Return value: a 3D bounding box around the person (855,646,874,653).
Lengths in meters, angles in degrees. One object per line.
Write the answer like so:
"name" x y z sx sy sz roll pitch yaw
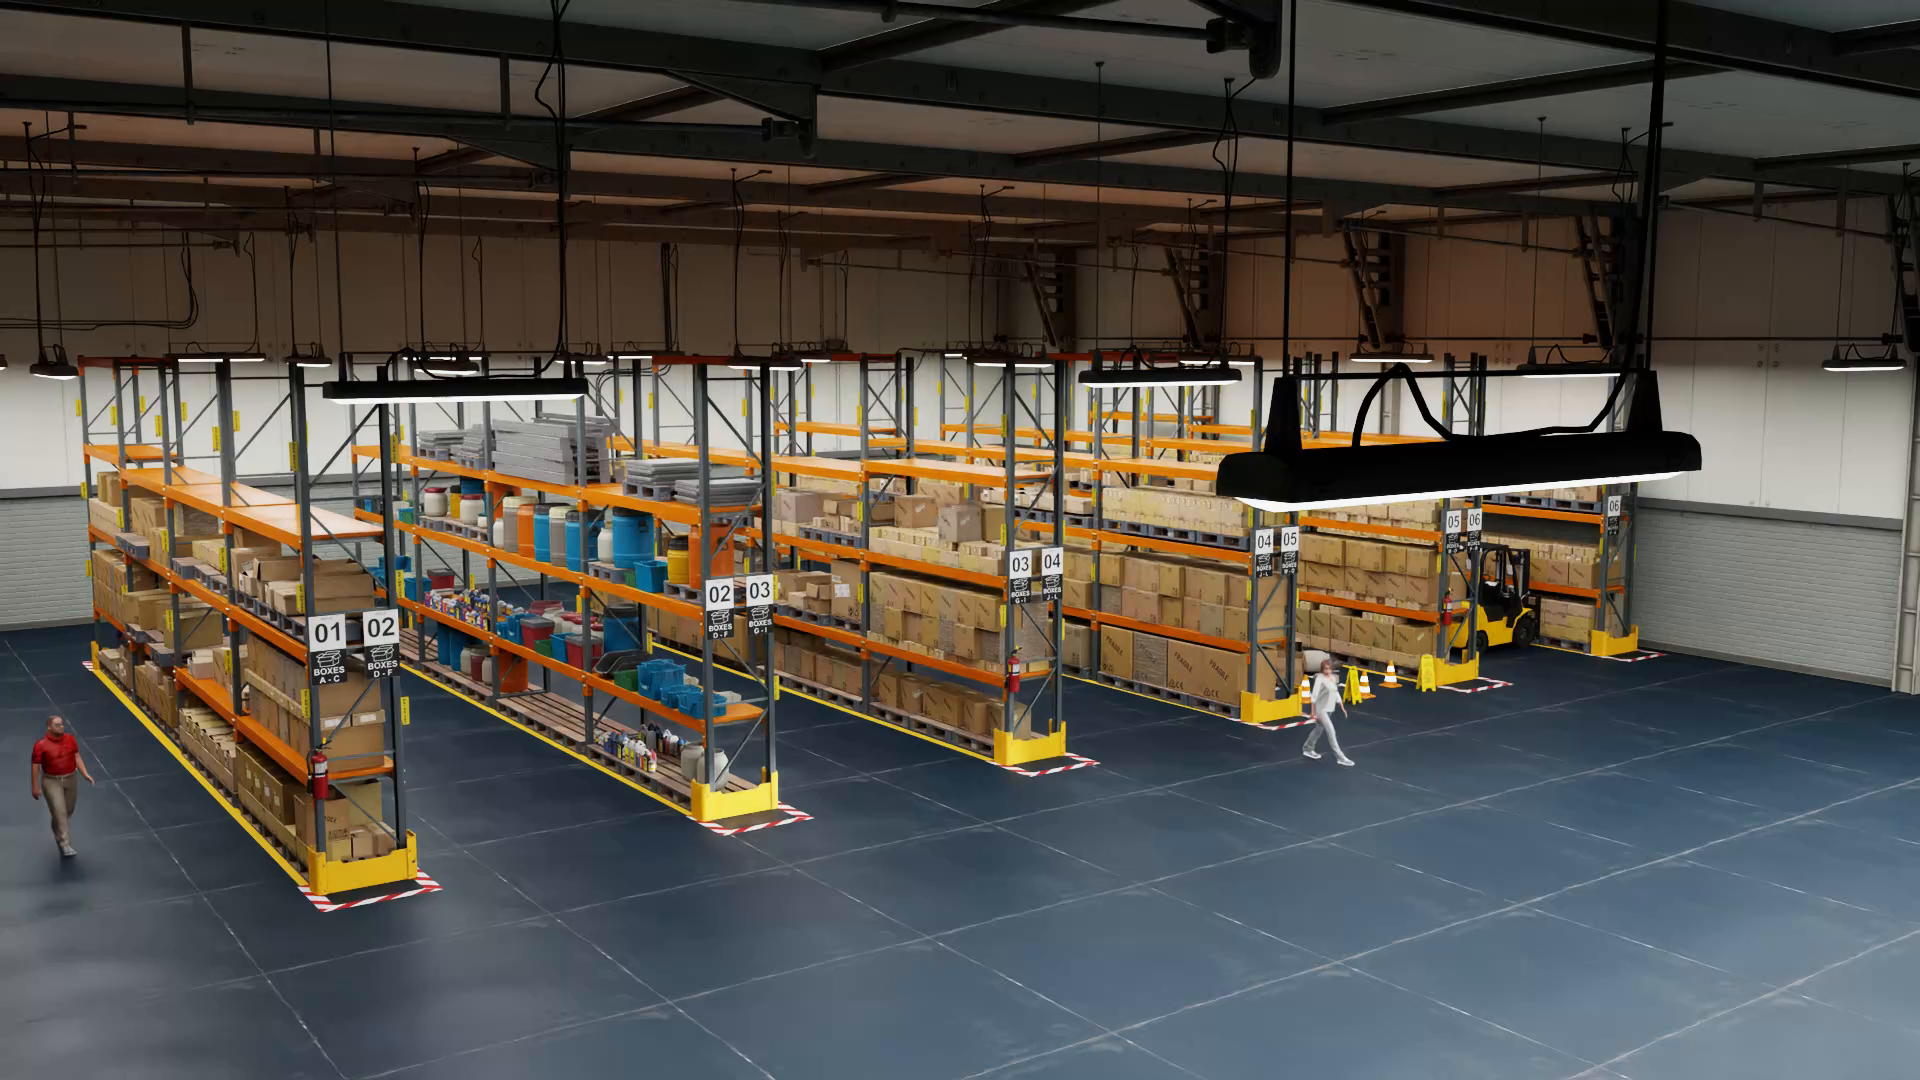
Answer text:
"person" -1.811 1.664 31.854 0.690 1.634 0.722 -3 8 -26

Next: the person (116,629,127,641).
"person" -17.226 1.356 34.471 0.996 1.593 0.511 3 7 22

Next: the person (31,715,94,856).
"person" -11.139 2.988 20.595 1.054 1.674 0.643 6 9 39

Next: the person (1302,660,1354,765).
"person" 5.489 2.547 24.731 0.442 1.555 0.916 -7 10 -44

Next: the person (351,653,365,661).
"person" -10.165 2.085 27.876 0.530 1.727 1.095 -5 9 -37
